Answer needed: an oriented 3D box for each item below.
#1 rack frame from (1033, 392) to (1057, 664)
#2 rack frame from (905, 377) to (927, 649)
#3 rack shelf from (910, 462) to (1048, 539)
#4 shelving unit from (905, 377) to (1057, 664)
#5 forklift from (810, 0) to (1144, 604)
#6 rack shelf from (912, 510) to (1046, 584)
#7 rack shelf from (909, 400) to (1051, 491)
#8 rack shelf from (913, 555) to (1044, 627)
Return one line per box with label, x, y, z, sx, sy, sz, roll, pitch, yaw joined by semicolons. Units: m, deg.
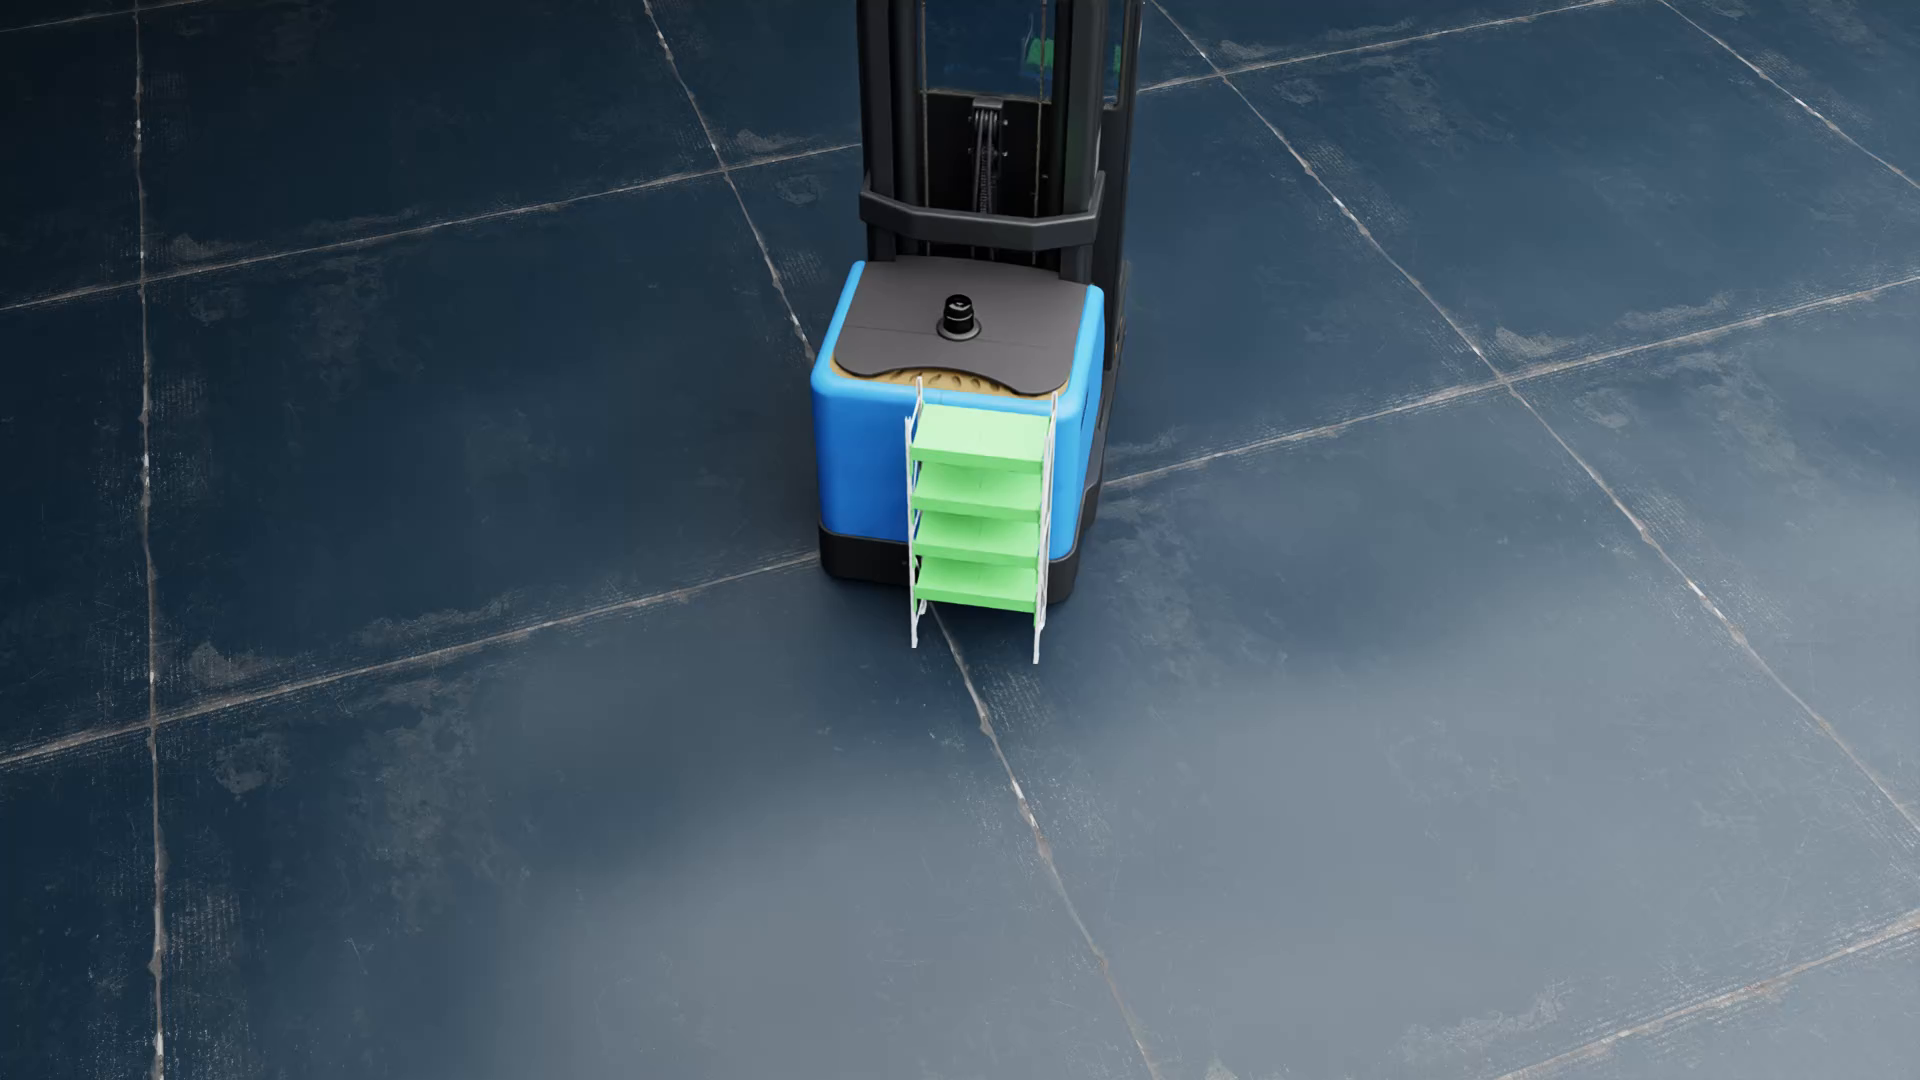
rack frame;0.317;-0.017;6.229;0.015;1.200;0.240;7;45;7
rack frame;-0.164;-0.075;6.286;0.015;1.200;0.240;7;45;7
rack shelf;0.077;-0.170;6.133;0.480;0.148;0.258;7;45;7
shelving unit;0.077;-0.046;6.258;0.503;1.200;0.258;7;45;7
forklift;0.190;-1.836;6.820;1.130;2.935;3.031;7;46;7
rack shelf;0.077;-0.001;6.303;0.480;0.148;0.258;7;45;7
rack shelf;0.077;-0.340;5.963;0.480;0.148;0.258;7;45;7
rack shelf;0.077;0.169;6.473;0.480;0.148;0.258;7;45;7
